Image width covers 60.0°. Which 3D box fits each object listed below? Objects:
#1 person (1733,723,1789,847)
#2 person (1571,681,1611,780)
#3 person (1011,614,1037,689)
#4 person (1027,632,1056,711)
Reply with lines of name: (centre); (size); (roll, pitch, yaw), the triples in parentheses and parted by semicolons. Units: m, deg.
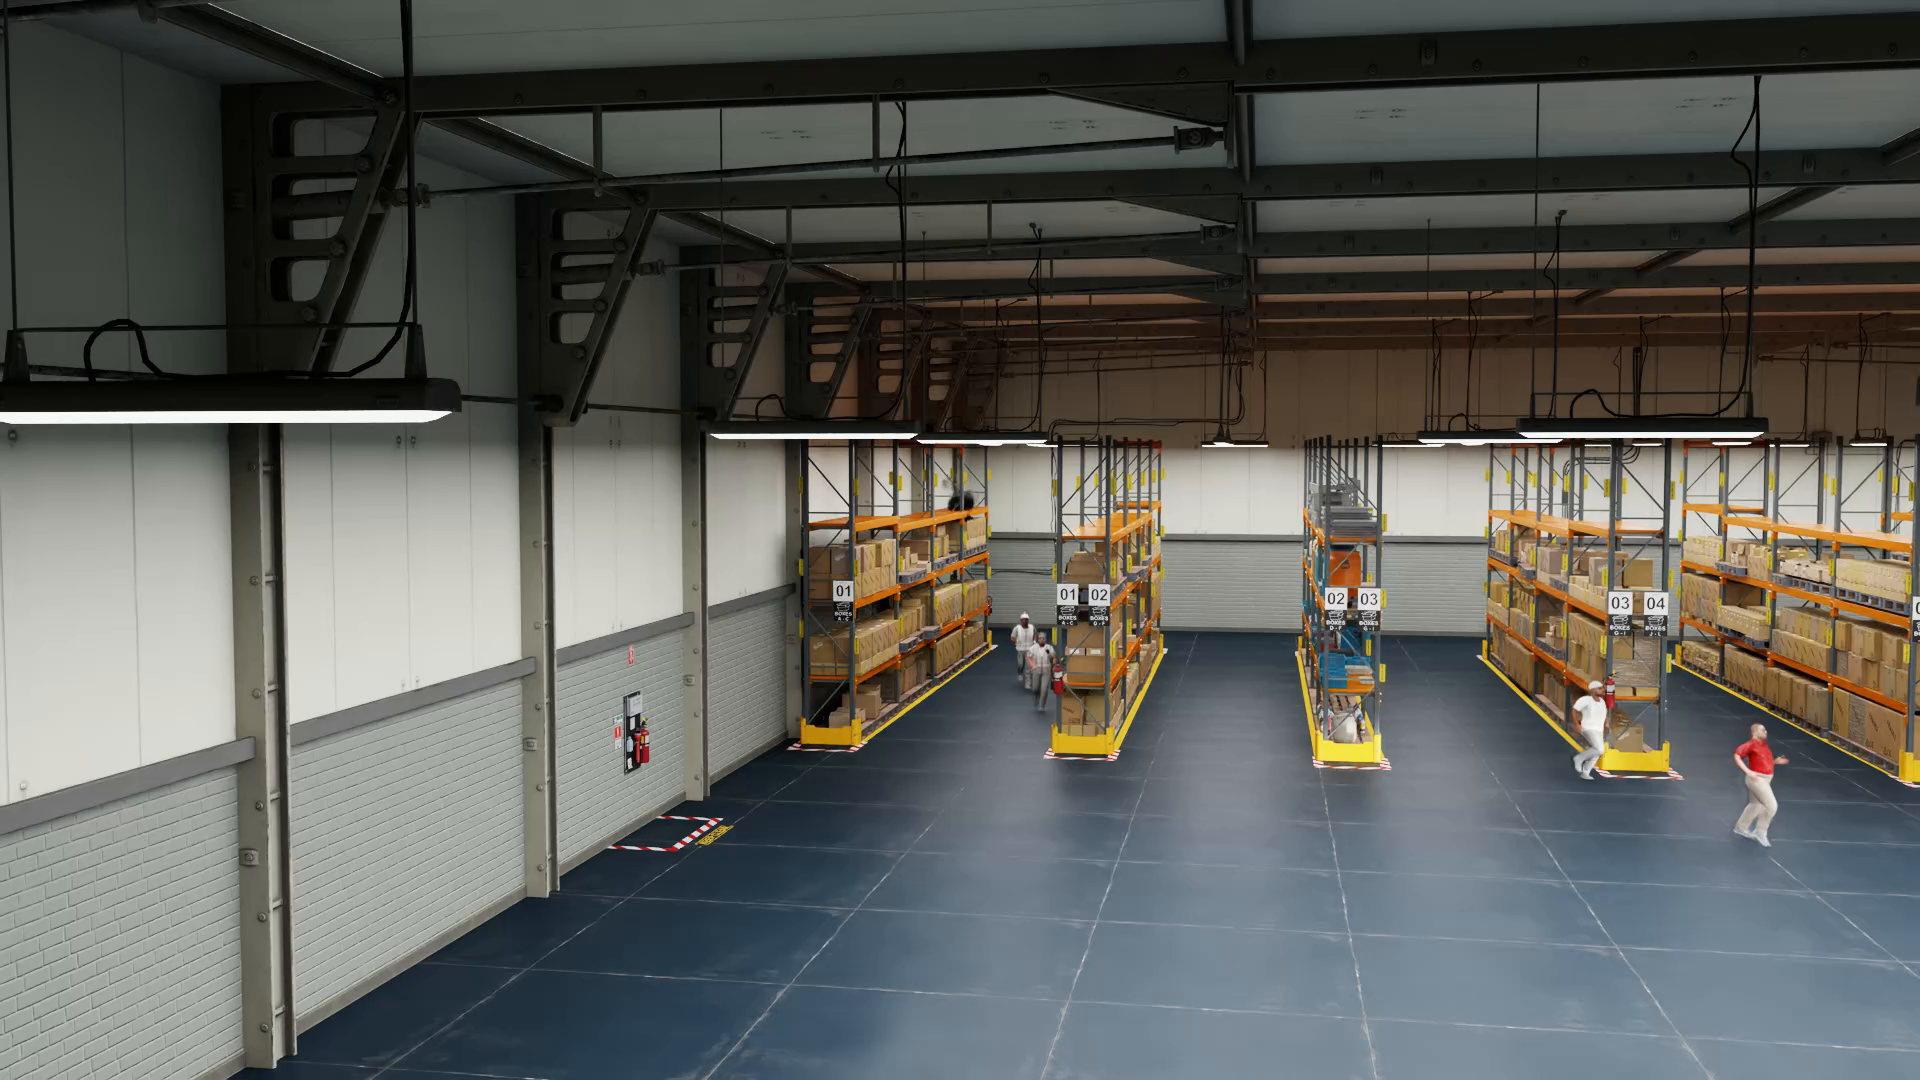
person: (11.638, 3.565, 24.191); (0.725, 1.790, 0.637); (2, 4, 39)
person: (11.057, 3.310, 28.944); (0.747, 1.693, 0.530); (-2, 4, -29)
person: (1.558, 2.654, 39.961); (0.682, 1.774, 0.980); (0, 3, -6)
person: (1.796, 2.878, 36.540); (0.649, 1.732, 0.542); (0, 3, 2)
